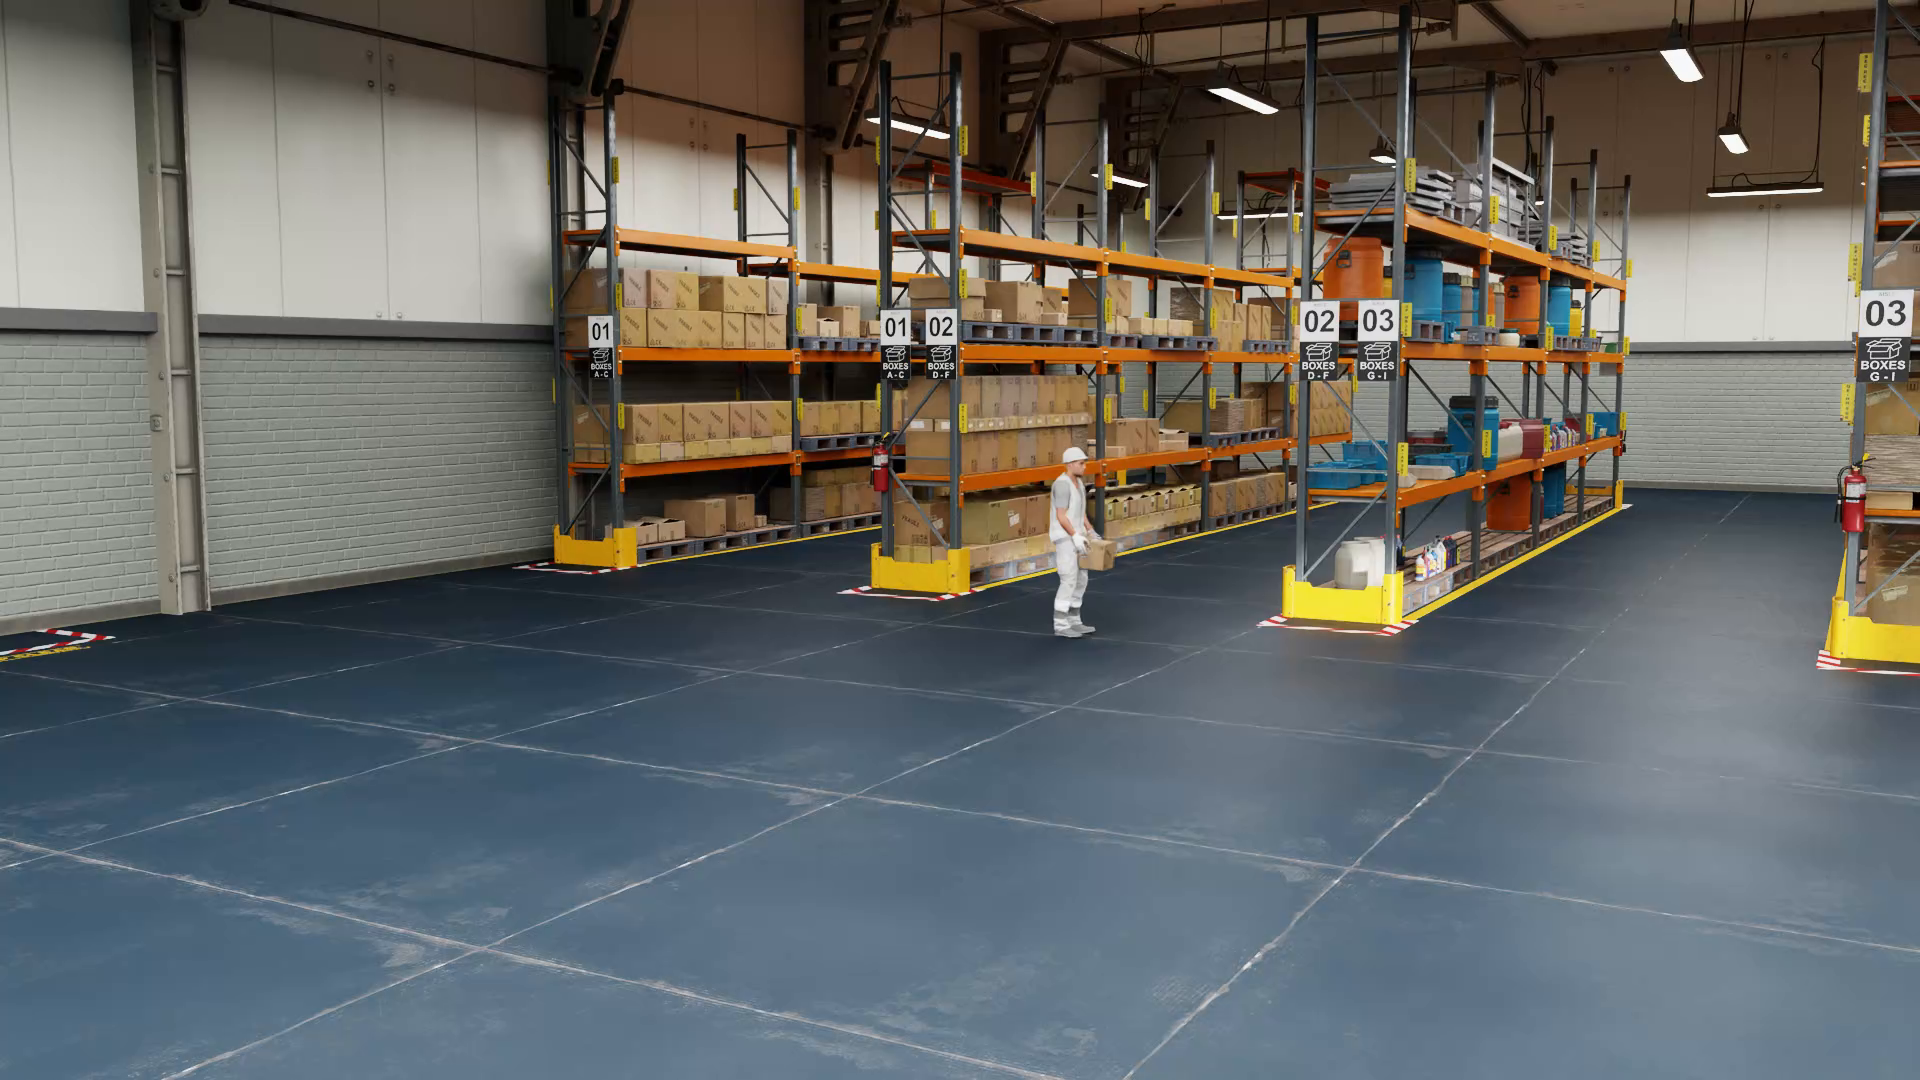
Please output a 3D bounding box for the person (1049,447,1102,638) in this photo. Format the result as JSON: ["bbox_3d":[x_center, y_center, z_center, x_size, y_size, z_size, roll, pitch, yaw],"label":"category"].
[{"bbox_3d":[1.089,0.015,15.799,0.449,1.791,0.537,3,7,27],"label":"person"}]
